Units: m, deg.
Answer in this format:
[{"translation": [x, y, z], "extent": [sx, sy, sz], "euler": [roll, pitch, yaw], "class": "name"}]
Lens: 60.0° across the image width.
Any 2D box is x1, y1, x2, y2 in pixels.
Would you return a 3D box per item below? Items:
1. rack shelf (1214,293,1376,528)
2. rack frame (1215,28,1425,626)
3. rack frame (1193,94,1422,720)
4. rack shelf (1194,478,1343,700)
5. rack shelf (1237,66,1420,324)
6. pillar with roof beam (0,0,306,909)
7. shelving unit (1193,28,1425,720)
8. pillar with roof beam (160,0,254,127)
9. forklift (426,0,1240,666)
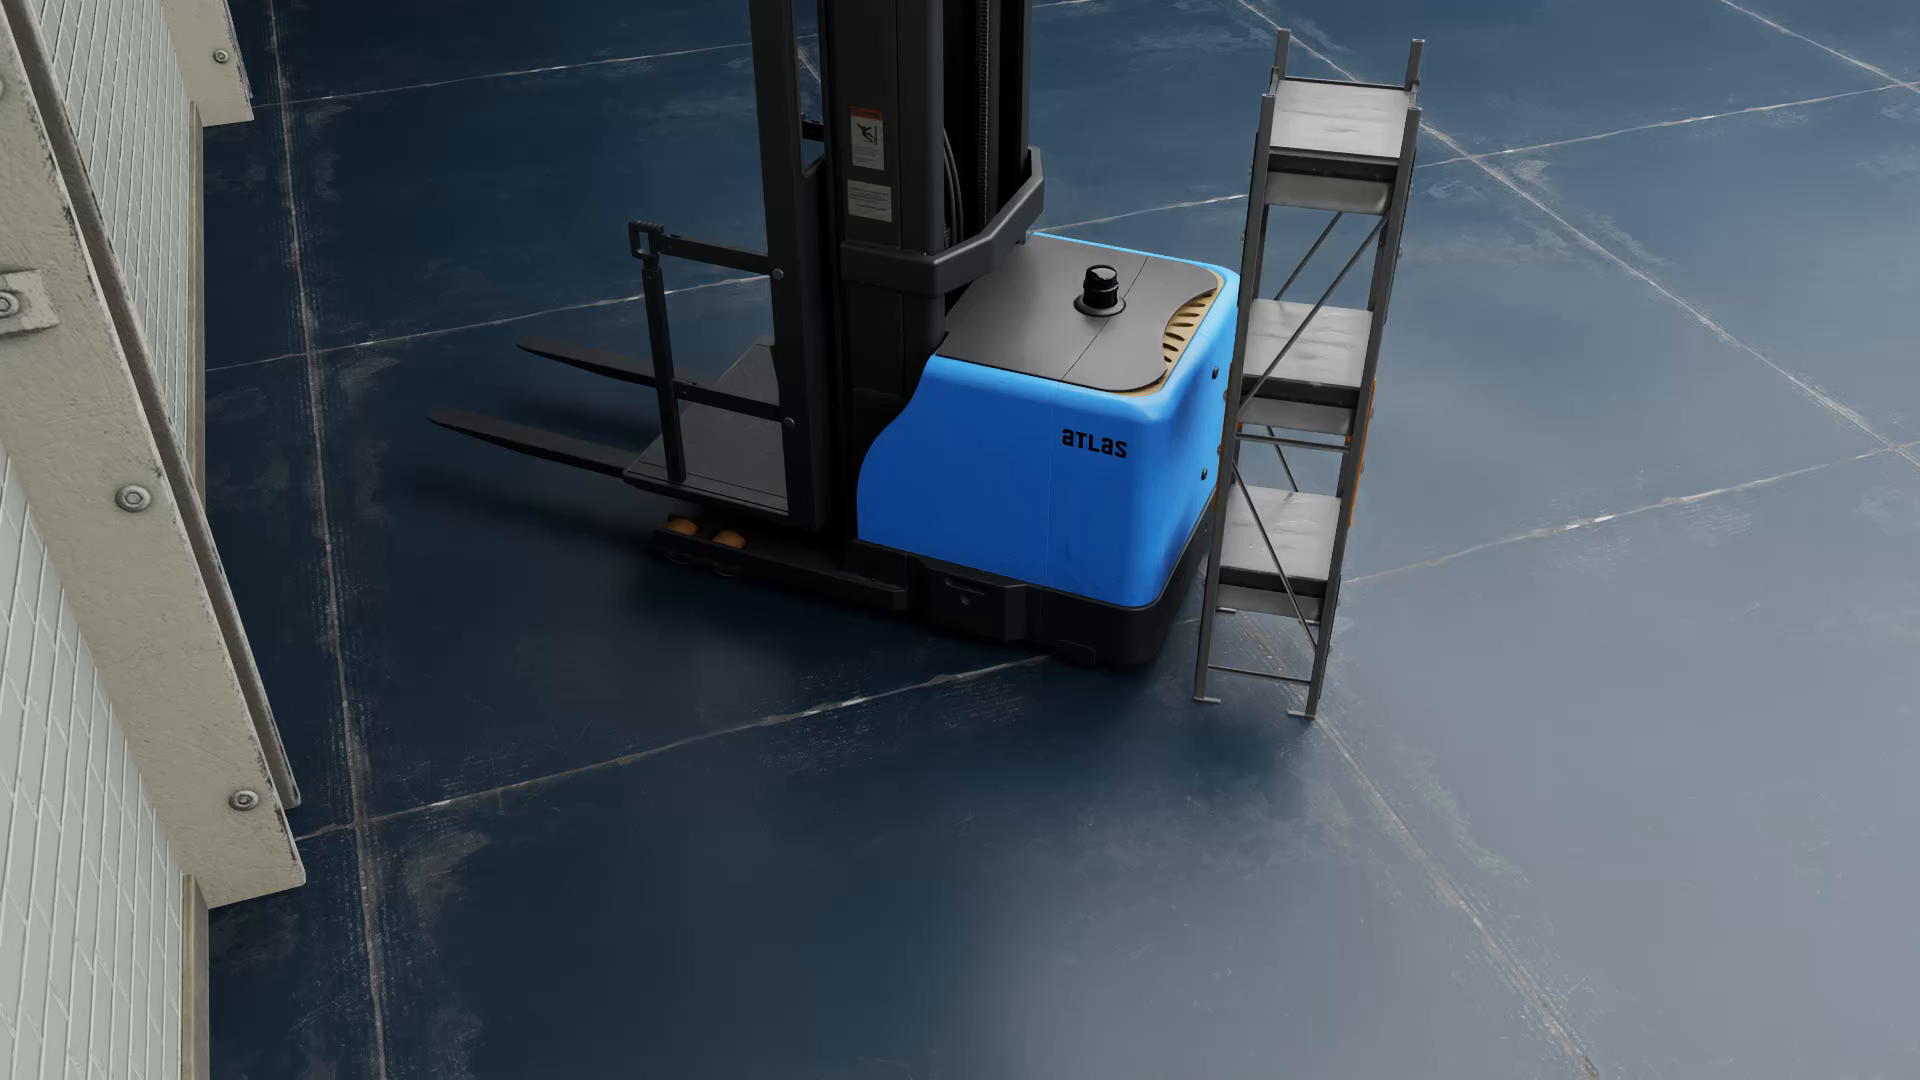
[{"translation": [1.031, -0.412, 5.075], "extent": [0.431, 0.518, 0.480], "euler": [8, 38, 11], "class": "rack shelf"}, {"translation": [1.087, -0.566, 5.256], "extent": [0.400, 2.100, 0.015], "euler": [8, 38, 11], "class": "rack frame"}, {"translation": [0.974, -0.280, 4.877], "extent": [0.400, 2.100, 0.015], "euler": [8, 38, 11], "class": "rack frame"}, {"translation": [1.031, 0.147, 5.496], "extent": [0.431, 0.518, 0.480], "euler": [8, 38, 11], "class": "rack shelf"}, {"translation": [1.031, -0.971, 4.654], "extent": [0.431, 0.518, 0.480], "euler": [8, 38, 11], "class": "rack shelf"}, {"translation": [1.900, -3.551, 3.485], "extent": [9.100, 9.000, 0.400], "euler": [-12, 39, -16], "class": "pillar with roof beam"}, {"translation": [1.031, -0.423, 5.067], "extent": [0.431, 2.100, 0.503], "euler": [8, 38, 11], "class": "shelving unit"}, {"translation": [-0.165, -6.940, 7.985], "extent": [9.100, 9.000, 0.400], "euler": [-12, 39, -16], "class": "pillar with roof beam"}, {"translation": [-0.575, -1.314, 5.559], "extent": [3.031, 2.935, 1.130], "euler": [14, 39, 18], "class": "forklift"}]
